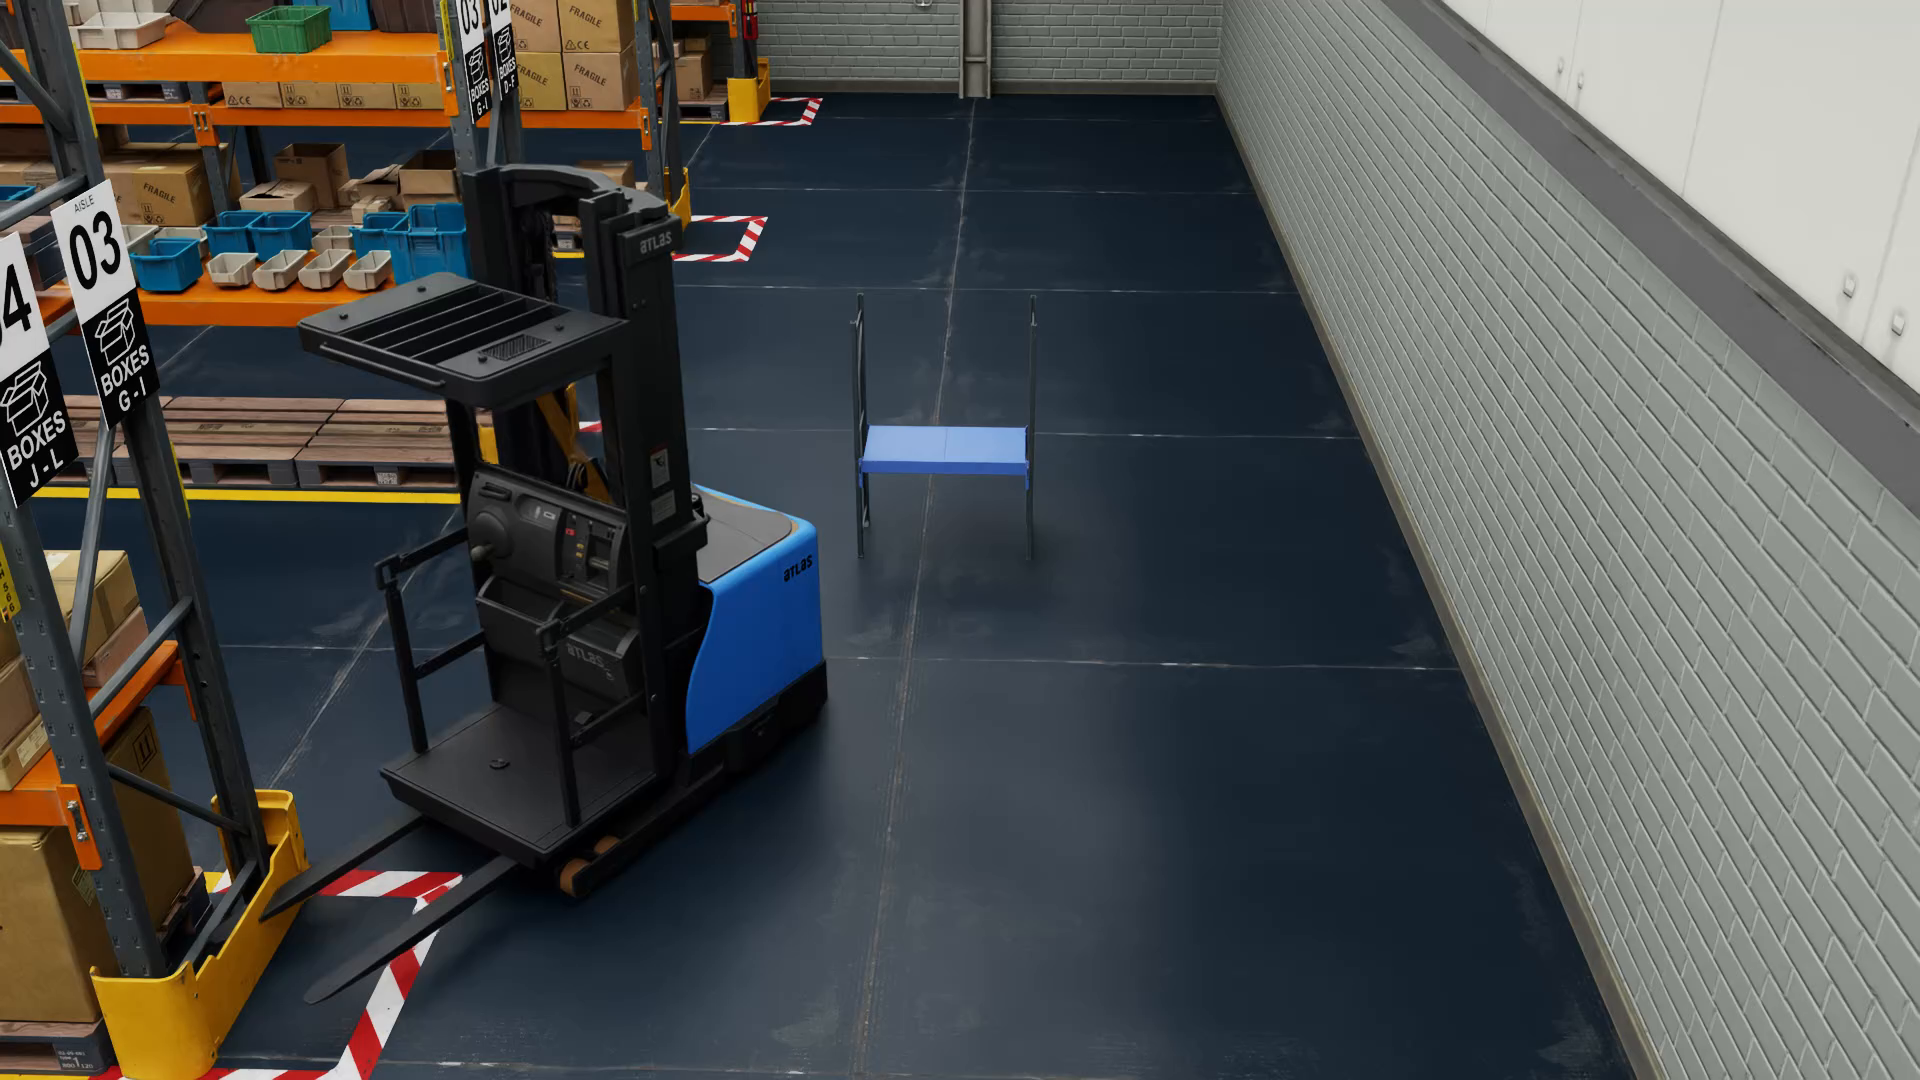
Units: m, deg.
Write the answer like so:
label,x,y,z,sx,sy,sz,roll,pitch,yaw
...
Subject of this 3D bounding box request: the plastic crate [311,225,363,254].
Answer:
label,x,y,z,sx,sy,sz,roll,pitch,yaw
plastic crate,-4.119,-1.977,10.994,0.298,0.136,0.250,1,28,2

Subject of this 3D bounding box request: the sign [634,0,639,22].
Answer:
label,x,y,z,sx,sy,sz,roll,pitch,yaw
sign,-2.750,-4.564,14.082,0.005,0.325,0.100,1,28,2

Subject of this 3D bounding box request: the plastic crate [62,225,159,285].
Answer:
label,x,y,z,sx,sy,sz,roll,pitch,yaw
plastic crate,-5.367,-1.782,10.472,0.530,0.282,0.437,1,28,2

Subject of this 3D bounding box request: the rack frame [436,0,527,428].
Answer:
label,x,y,z,sx,sy,sz,roll,pitch,yaw
rack frame,-2.889,-1.853,10.543,0.127,3.000,1.000,1,28,2

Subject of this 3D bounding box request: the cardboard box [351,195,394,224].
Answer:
label,x,y,z,sx,sy,sz,roll,pitch,yaw
cardboard box,-5.431,-3.063,15.380,0.250,0.166,0.380,1,28,2

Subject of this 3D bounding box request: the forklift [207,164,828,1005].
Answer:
label,x,y,z,sx,sy,sz,roll,pitch,yaw
forklift,-1.925,0.016,7.090,1.130,2.935,3.031,18,33,30

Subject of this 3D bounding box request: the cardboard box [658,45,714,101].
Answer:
label,x,y,z,sx,sy,sz,roll,pitch,yaw
cardboard box,-3.242,-5.536,19.712,0.500,0.500,0.700,1,28,2

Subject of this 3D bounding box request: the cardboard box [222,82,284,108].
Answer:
label,x,y,z,sx,sy,sz,roll,pitch,yaw
cardboard box,-6.208,-4.146,14.762,0.500,0.500,0.500,2,28,3

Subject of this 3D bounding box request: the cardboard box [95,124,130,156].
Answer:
label,x,y,z,sx,sy,sz,roll,pitch,yaw
cardboard box,-8.182,-3.798,15.610,0.500,0.250,0.500,1,28,2

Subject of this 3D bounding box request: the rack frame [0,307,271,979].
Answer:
label,x,y,z,sx,sy,sz,roll,pitch,yaw
rack frame,-3.064,0.465,6.170,0.127,3.000,1.000,1,28,2

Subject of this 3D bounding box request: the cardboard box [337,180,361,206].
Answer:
label,x,y,z,sx,sy,sz,roll,pitch,yaw
cardboard box,-5.751,-3.318,15.881,0.250,0.149,0.380,1,28,2

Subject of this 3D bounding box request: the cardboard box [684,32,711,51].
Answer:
label,x,y,z,sx,sy,sz,roll,pitch,yaw
cardboard box,-3.110,-5.915,19.733,0.250,0.149,0.380,1,28,2

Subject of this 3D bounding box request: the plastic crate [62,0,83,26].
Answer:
label,x,y,z,sx,sy,sz,roll,pitch,yaw
plastic crate,-5.602,-3.285,10.324,0.466,0.136,0.293,1,28,2

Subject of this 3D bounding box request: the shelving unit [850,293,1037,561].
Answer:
label,x,y,z,sx,sy,sz,roll,pitch,yaw
shelving unit,-0.085,-0.664,9.901,1.048,1.500,0.538,1,28,2

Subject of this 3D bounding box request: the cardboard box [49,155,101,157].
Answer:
label,x,y,z,sx,sy,sz,roll,pitch,yaw
cardboard box,-8.215,-3.465,15.784,0.500,0.500,0.500,1,28,2

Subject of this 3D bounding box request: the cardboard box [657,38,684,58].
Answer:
label,x,y,z,sx,sy,sz,roll,pitch,yaw
cardboard box,-3.377,-5.740,19.403,0.250,0.149,0.380,1,28,1

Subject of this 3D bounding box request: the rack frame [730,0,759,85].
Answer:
label,x,y,z,sx,sy,sz,roll,pitch,yaw
rack frame,-2.539,-6.491,19.291,0.127,3.000,1.000,1,28,2

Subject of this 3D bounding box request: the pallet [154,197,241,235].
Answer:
label,x,y,z,sx,sy,sz,roll,pitch,yaw
pallet,-7.522,-3.002,15.687,1.213,0.211,1.003,1,28,2

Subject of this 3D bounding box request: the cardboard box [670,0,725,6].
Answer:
label,x,y,z,sx,sy,sz,roll,pitch,yaw
cardboard box,-3.049,-6.627,19.228,0.700,0.700,0.980,2,28,4

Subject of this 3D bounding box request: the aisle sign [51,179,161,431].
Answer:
label,x,y,z,sx,sy,sz,roll,pitch,yaw
aisle sign,-2.981,-0.823,5.824,0.004,0.787,0.394,1,28,2

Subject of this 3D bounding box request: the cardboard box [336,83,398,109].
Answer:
label,x,y,z,sx,sy,sz,roll,pitch,yaw
cardboard box,-5.196,-4.130,14.731,0.500,0.500,0.500,1,28,2

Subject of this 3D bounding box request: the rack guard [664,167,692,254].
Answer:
label,x,y,z,sx,sy,sz,roll,pitch,yaw
rack guard,-2.786,-3.069,15.505,0.348,0.500,1.175,1,28,2

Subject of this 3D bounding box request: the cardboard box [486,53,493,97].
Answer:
label,x,y,z,sx,sy,sz,roll,pitch,yaw
cardboard box,-4.184,-4.114,14.701,0.500,0.500,0.500,1,28,2

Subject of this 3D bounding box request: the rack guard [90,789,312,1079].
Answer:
label,x,y,z,sx,sy,sz,roll,pitch,yaw
rack guard,-3.040,1.570,6.755,0.348,0.500,1.175,1,28,2

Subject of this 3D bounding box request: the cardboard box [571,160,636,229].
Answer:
label,x,y,z,sx,sy,sz,roll,pitch,yaw
cardboard box,-3.262,-3.155,15.199,0.500,0.500,0.500,1,28,2

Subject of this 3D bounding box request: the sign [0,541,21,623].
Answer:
label,x,y,z,sx,sy,sz,roll,pitch,yaw
sign,-3.097,0.103,5.365,0.005,0.325,0.100,1,28,2

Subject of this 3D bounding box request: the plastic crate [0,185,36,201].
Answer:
label,x,y,z,sx,sy,sz,roll,pitch,yaw
plastic crate,-6.408,-2.091,10.945,0.575,0.384,0.392,1,28,2

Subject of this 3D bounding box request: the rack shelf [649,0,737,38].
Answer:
label,x,y,z,sx,sy,sz,roll,pitch,yaw
rack shelf,-4.538,-6.206,19.522,4.000,0.370,1.077,1,28,2

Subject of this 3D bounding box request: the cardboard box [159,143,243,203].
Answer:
label,x,y,z,sx,sy,sz,roll,pitch,yaw
cardboard box,-7.183,-3.450,15.755,0.500,0.500,0.500,0,28,-1

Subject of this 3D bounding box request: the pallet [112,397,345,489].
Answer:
label,x,y,z,sx,sy,sz,roll,pitch,yaw
pallet,-4.928,-0.675,11.297,1.213,0.211,1.003,1,28,2

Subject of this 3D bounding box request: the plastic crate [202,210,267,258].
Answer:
label,x,y,z,sx,sy,sz,roll,pitch,yaw
plastic crate,-4.740,-1.991,10.917,0.300,0.233,0.416,1,28,2

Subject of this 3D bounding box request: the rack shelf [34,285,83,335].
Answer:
label,x,y,z,sx,sy,sz,roll,pitch,yaw
rack shelf,-5.062,-0.575,5.698,4.000,0.370,1.077,1,28,2

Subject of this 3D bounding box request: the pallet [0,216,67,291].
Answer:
label,x,y,z,sx,sy,sz,roll,pitch,yaw
pallet,-3.805,-0.828,5.502,1.213,0.211,1.003,1,28,2

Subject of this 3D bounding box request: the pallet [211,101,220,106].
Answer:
label,x,y,z,sx,sy,sz,roll,pitch,yaw
pallet,-8.533,-5.321,20.062,1.213,0.211,1.003,1,28,2

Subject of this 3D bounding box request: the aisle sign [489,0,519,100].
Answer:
label,x,y,z,sx,sy,sz,roll,pitch,yaw
aisle sign,-2.806,-3.140,10.195,0.004,0.787,0.394,1,28,2

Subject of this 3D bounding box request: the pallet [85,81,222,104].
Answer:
label,x,y,z,sx,sy,sz,roll,pitch,yaw
pallet,-7.503,-4.217,15.208,1.213,0.211,1.003,1,28,2

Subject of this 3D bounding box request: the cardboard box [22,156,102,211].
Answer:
label,x,y,z,sx,sy,sz,roll,pitch,yaw
cardboard box,-8.206,-3.222,15.325,0.500,0.500,0.500,1,28,2

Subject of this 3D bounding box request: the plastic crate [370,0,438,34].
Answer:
label,x,y,z,sx,sy,sz,roll,pitch,yaw
plastic crate,-3.264,-3.258,10.130,0.590,0.269,0.497,1,28,2

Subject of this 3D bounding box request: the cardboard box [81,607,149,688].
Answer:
label,x,y,z,sx,sy,sz,roll,pitch,yaw
cardboard box,-3.407,0.416,6.531,0.250,0.149,0.380,1,28,2

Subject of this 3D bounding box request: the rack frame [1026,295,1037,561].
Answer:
label,x,y,z,sx,sy,sz,roll,pitch,yaw
rack frame,0.423,-0.656,9.886,0.032,1.500,0.500,1,28,2

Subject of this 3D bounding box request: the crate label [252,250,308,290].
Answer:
label,x,y,z,sx,sy,sz,roll,pitch,yaw
crate label,-4.278,-1.697,10.466,0.243,0.136,0.396,1,28,2

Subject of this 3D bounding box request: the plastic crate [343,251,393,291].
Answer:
label,x,y,z,sx,sy,sz,roll,pitch,yaw
plastic crate,-3.710,-1.692,10.457,0.243,0.136,0.396,1,28,2

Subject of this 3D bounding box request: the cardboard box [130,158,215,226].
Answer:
label,x,y,z,sx,sy,sz,roll,pitch,yaw
cardboard box,-7.211,-3.202,15.287,0.500,0.500,0.500,1,28,2

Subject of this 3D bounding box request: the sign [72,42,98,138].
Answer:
label,x,y,z,sx,sy,sz,roll,pitch,yaw
sign,-3.038,-1.541,5.734,0.005,0.325,0.100,1,28,2

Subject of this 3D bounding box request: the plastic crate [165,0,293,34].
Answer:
label,x,y,z,sx,sy,sz,roll,pitch,yaw
plastic crate,-4.406,-3.305,10.146,0.767,0.338,0.504,1,28,2

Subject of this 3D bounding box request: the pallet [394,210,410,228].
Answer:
label,x,y,z,sx,sy,sz,roll,pitch,yaw
pallet,-4.799,-2.975,15.637,1.213,0.211,1.003,1,28,2

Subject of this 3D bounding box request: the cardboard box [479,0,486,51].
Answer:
label,x,y,z,sx,sy,sz,roll,pitch,yaw
cardboard box,-4.188,-4.551,14.458,0.500,0.500,0.500,2,28,3

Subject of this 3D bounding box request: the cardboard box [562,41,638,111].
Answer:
label,x,y,z,sx,sy,sz,roll,pitch,yaw
cardboard box,-3.167,-4.096,14.667,0.500,0.500,0.500,2,28,3

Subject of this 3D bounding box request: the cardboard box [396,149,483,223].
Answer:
label,x,y,z,sx,sy,sz,roll,pitch,yaw
cardboard box,-4.830,-3.301,15.469,0.637,0.503,0.797,1,28,2

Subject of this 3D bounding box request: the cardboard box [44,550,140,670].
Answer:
label,x,y,z,sx,sy,sz,roll,pitch,yaw
cardboard box,-3.534,0.266,6.389,0.500,0.250,0.500,0,28,0

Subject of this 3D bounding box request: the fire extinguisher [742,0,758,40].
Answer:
label,x,y,z,sx,sy,sz,roll,pitch,yaw
fire extinguisher,-2.405,-6.073,18.985,0.183,0.674,0.296,1,28,2

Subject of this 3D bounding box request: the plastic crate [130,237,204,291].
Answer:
label,x,y,z,sx,sy,sz,roll,pitch,yaw
plastic crate,-4.950,-1.720,10.406,0.300,0.233,0.416,1,28,2

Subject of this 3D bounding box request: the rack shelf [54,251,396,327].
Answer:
label,x,y,z,sx,sy,sz,roll,pitch,yaw
rack shelf,-4.888,-1.569,10.774,4.000,0.370,1.077,1,28,2

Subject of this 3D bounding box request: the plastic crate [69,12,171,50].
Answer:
label,x,y,z,sx,sy,sz,roll,pitch,yaw
plastic crate,-4.963,-2.980,9.748,0.530,0.136,0.437,1,28,2

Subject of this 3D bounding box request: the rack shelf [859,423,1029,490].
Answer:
label,x,y,z,sx,sy,sz,roll,pitch,yaw
rack shelf,-0.085,-0.505,9.986,1.000,0.185,0.538,1,28,2

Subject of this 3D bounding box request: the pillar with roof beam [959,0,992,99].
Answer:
label,x,y,z,sx,sy,sz,roll,pitch,yaw
pillar with roof beam,0.038,-7.486,14.765,0.400,9.000,9.100,1,28,2

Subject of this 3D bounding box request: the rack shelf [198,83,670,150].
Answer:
label,x,y,z,sx,sy,sz,roll,pitch,yaw
rack shelf,-4.709,-3.887,15.148,4.000,0.370,1.077,1,28,2

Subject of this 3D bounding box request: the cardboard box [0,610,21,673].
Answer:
label,x,y,z,sx,sy,sz,roll,pitch,yaw
cardboard box,-3.560,0.184,5.743,0.500,0.500,0.500,1,28,2

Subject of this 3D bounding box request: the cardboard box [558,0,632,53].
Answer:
label,x,y,z,sx,sy,sz,roll,pitch,yaw
cardboard box,-3.165,-4.536,14.431,0.500,0.500,0.500,1,28,1
